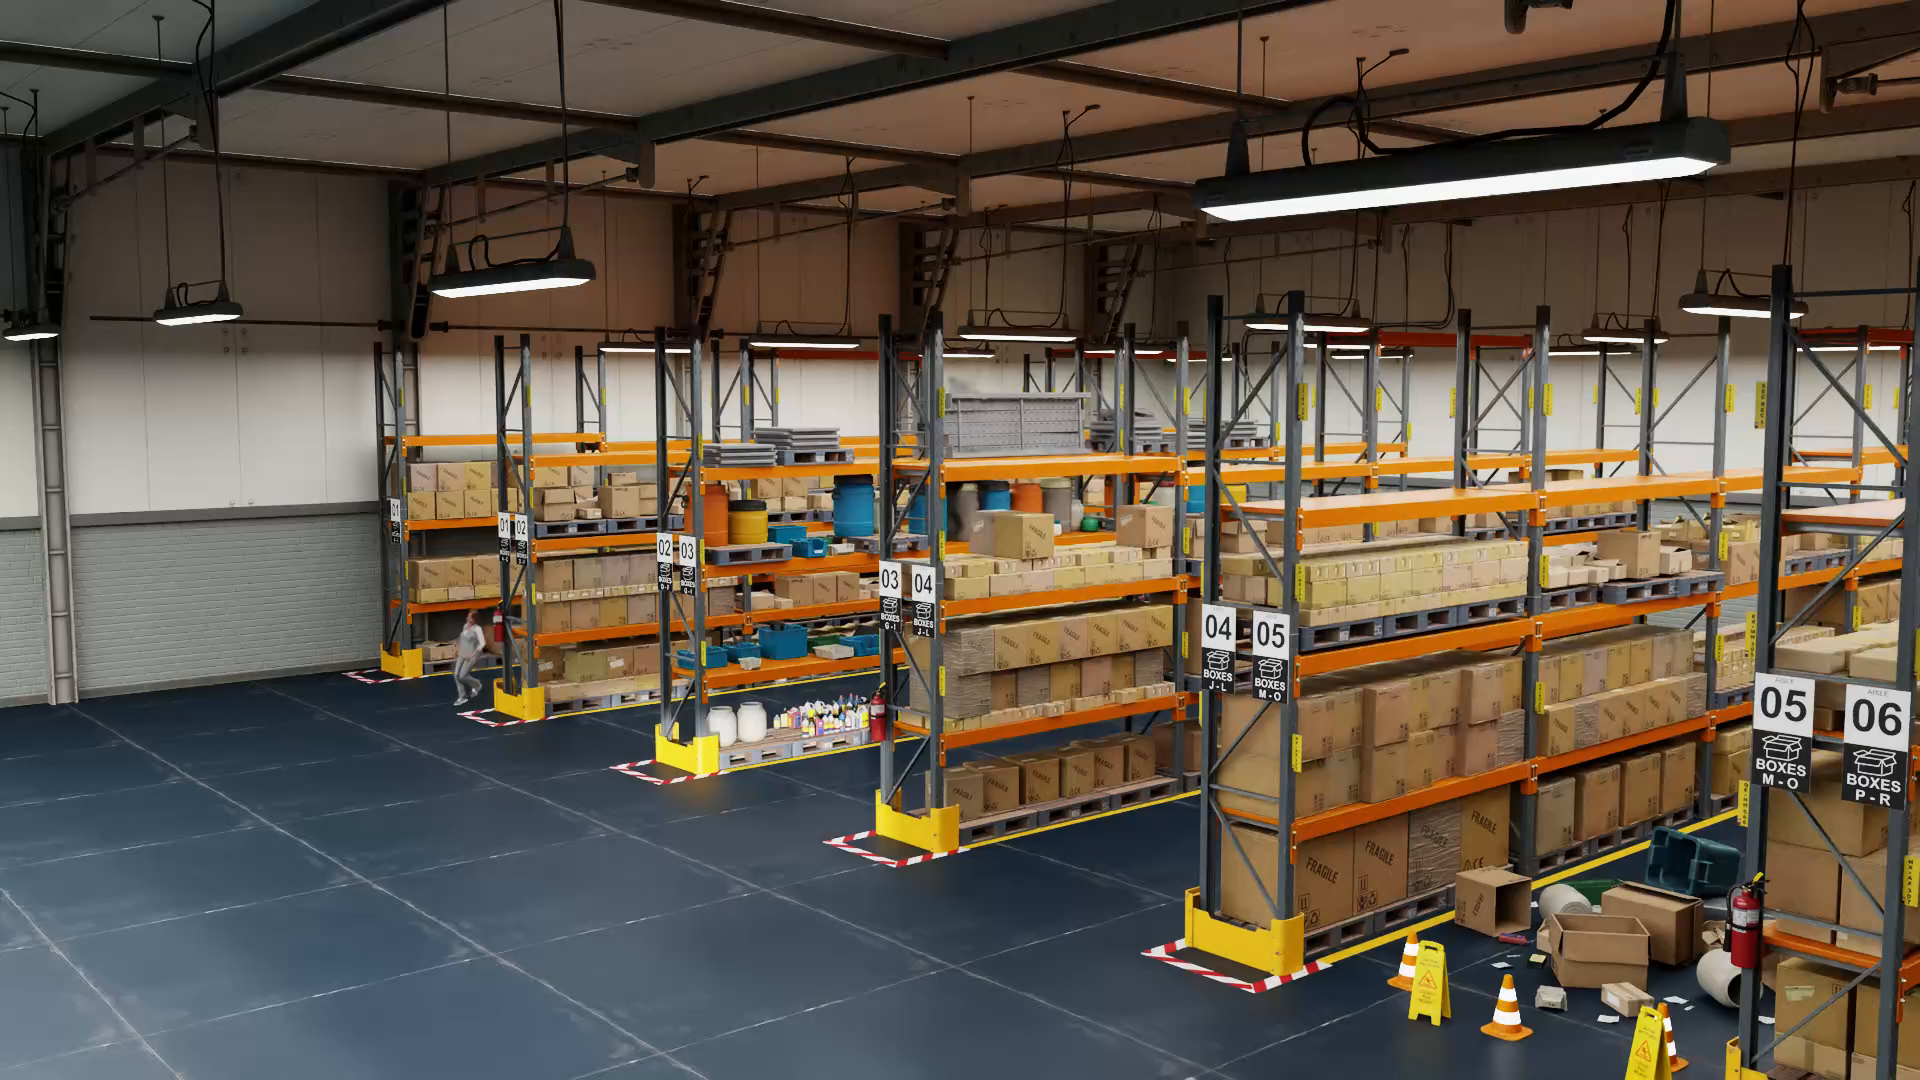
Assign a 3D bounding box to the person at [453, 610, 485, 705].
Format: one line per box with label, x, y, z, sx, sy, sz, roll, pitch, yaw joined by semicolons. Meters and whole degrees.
person;-8.048;1.927;27.275;0.598;1.556;0.515;4;6;35
